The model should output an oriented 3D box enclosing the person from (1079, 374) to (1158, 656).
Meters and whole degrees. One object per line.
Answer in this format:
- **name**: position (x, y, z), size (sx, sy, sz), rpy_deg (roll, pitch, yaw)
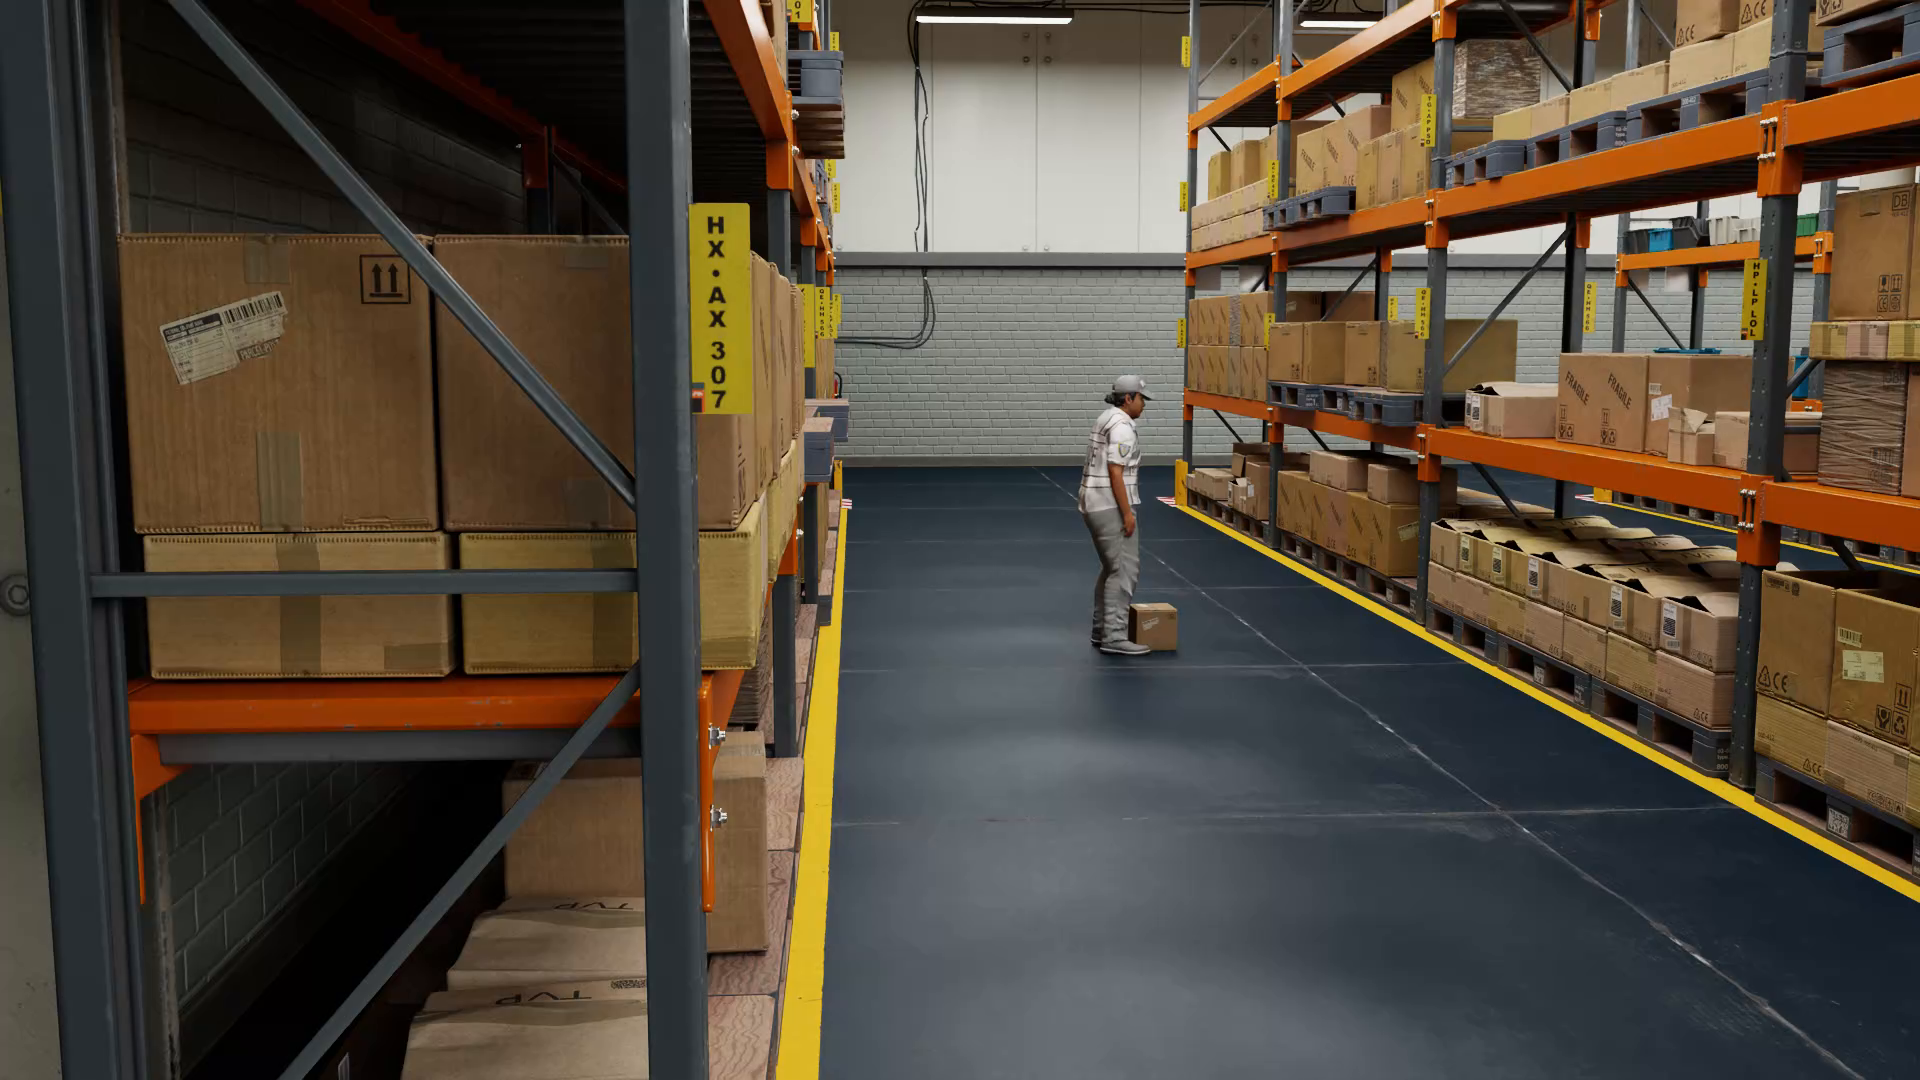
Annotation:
- **person**: position (0.964, -0.166, 10.081), size (0.468, 1.666, 0.541), rpy_deg (0, 7, -4)
